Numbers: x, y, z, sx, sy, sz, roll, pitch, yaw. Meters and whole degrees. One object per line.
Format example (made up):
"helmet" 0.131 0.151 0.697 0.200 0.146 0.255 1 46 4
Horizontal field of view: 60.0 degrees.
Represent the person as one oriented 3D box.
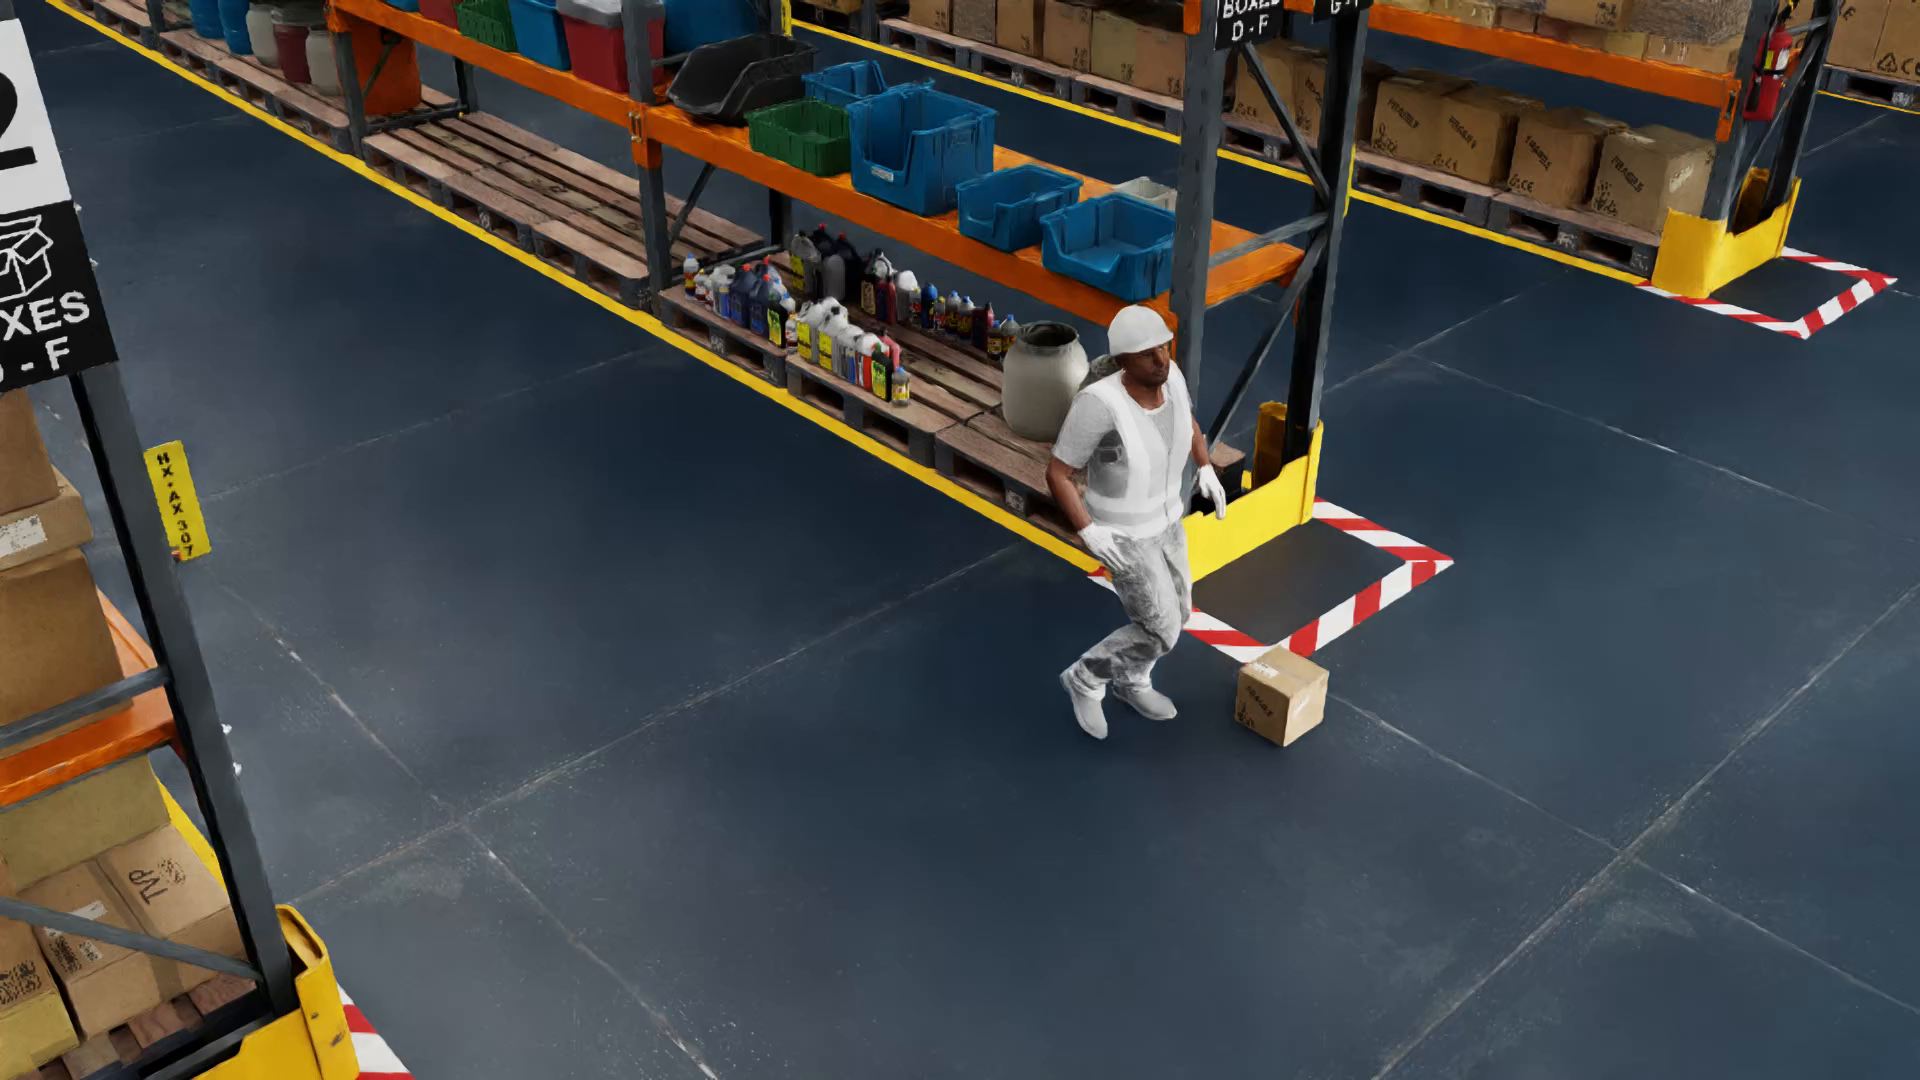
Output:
"person" 0.704 -0.063 6.253 0.515 1.750 0.734 21 37 31
